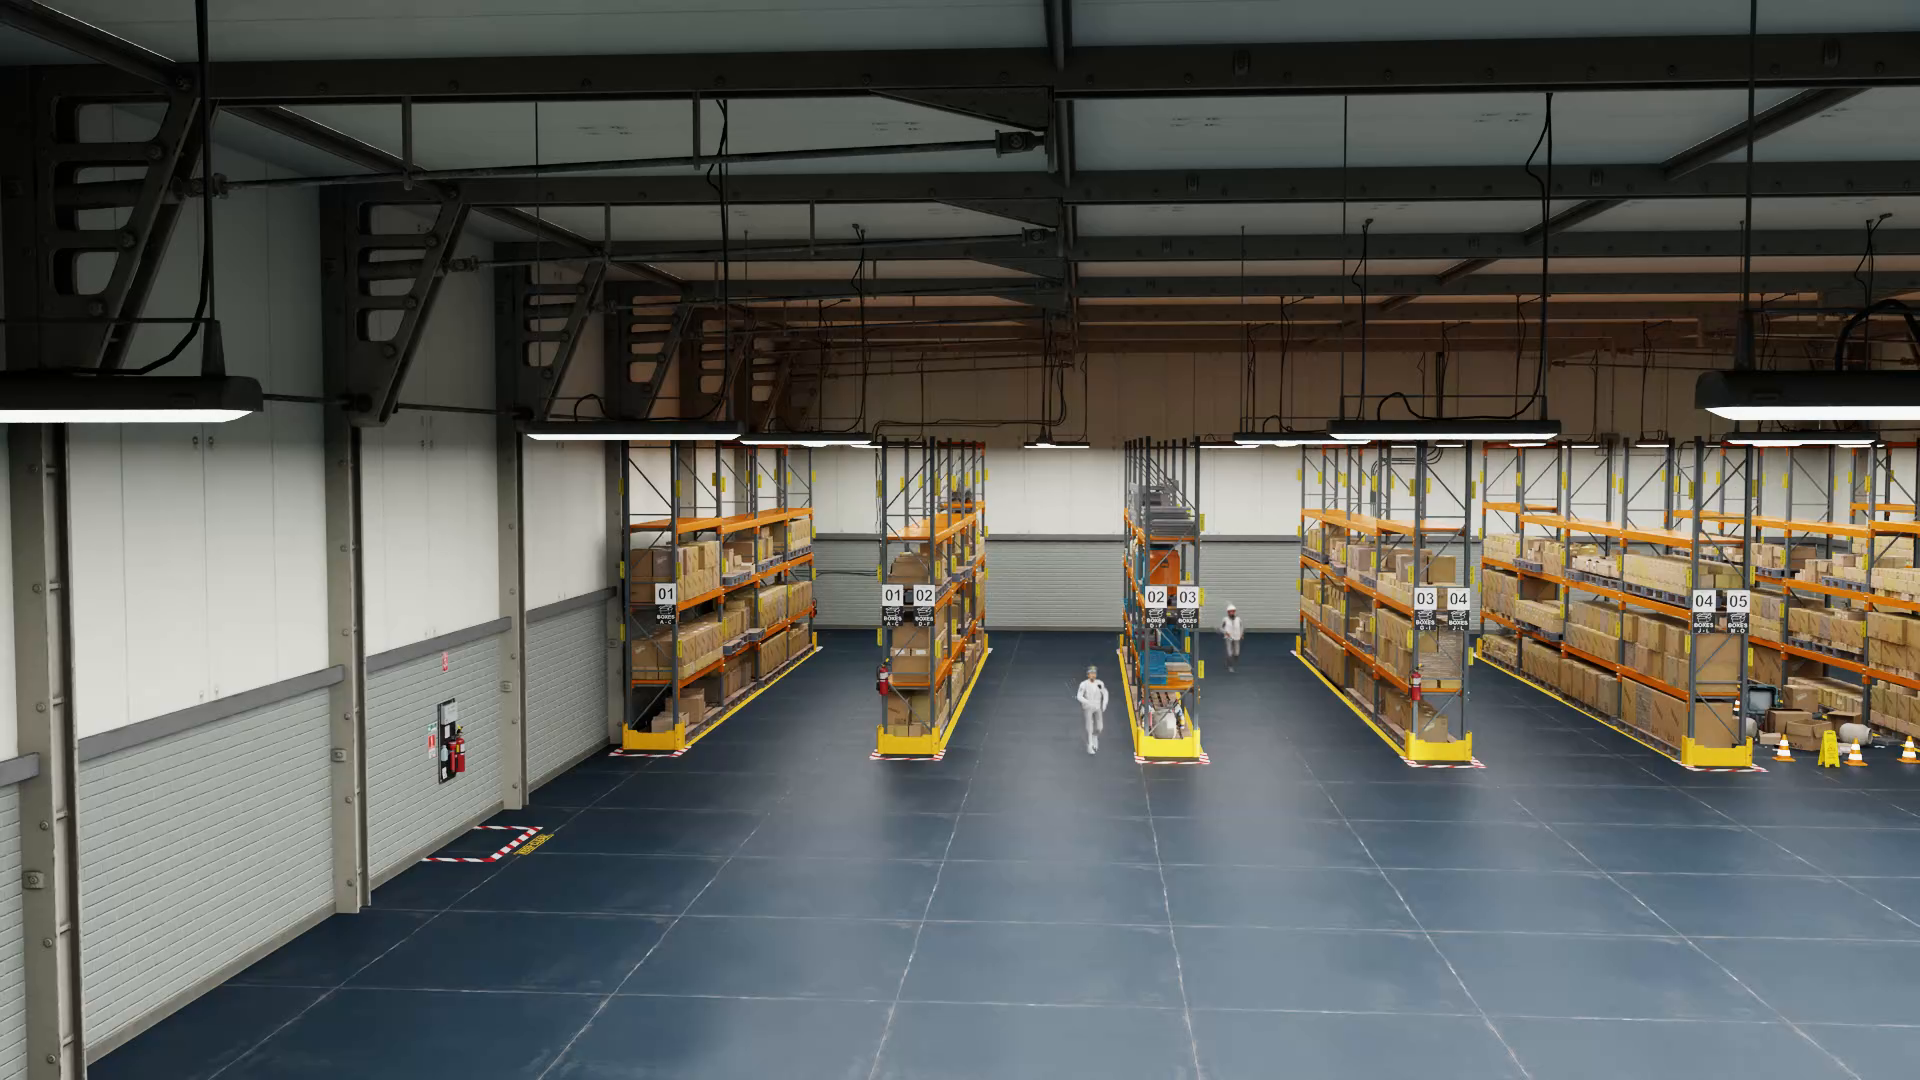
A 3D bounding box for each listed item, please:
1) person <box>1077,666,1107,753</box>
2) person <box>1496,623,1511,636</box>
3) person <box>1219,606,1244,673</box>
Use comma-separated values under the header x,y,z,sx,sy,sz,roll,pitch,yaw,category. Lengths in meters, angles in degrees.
x,y,z,sx,sy,sz,roll,pitch,yaw,category
2.533,3.210,31.457,0.640,1.666,0.552,-1,3,-10,person
15.635,2.412,47.682,0.623,1.502,0.718,3,4,42,person
7.043,2.565,43.038,0.659,1.730,0.579,0,3,-4,person
